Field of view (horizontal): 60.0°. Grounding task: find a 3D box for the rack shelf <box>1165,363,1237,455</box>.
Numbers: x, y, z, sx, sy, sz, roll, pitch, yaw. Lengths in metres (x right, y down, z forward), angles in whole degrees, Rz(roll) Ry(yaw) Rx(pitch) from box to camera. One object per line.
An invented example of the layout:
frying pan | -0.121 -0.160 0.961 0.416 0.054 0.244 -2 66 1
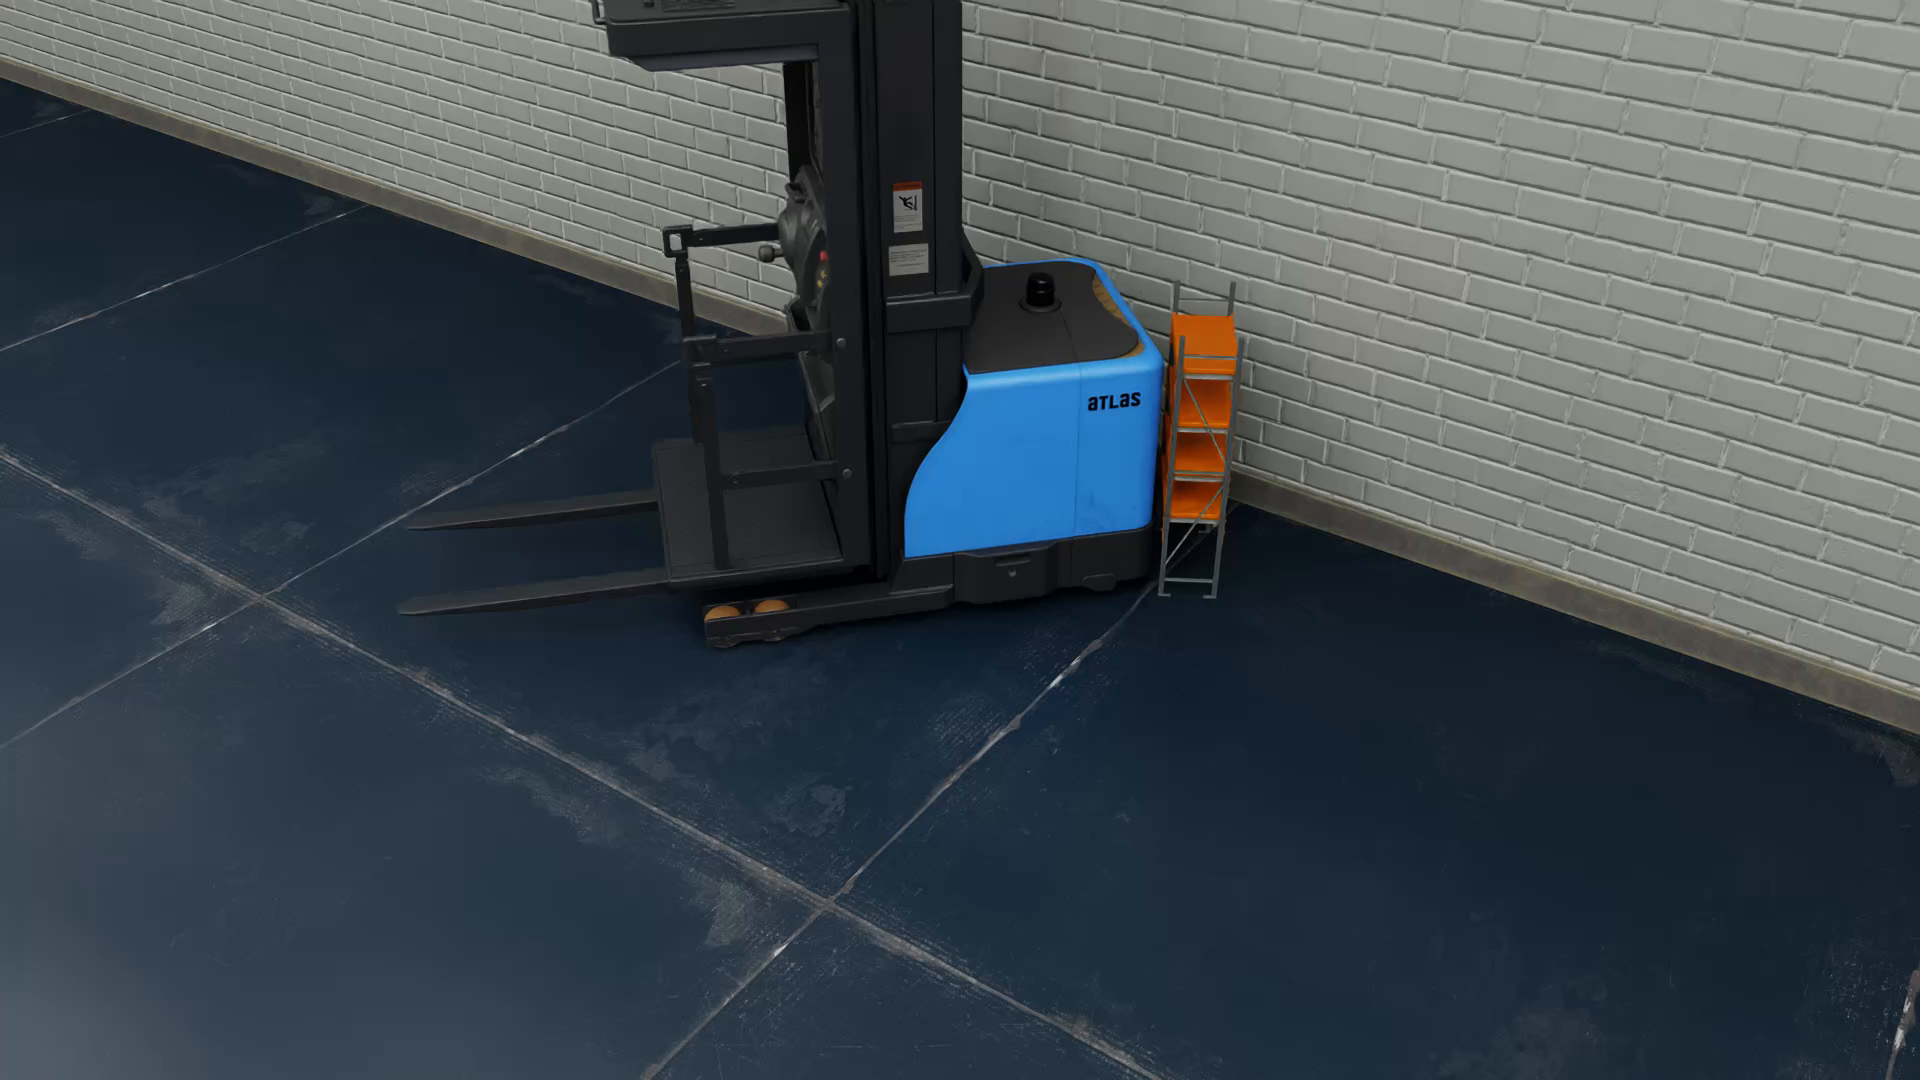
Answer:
rack shelf | 0.961 -0.528 6.680 0.258 0.148 0.480 2 34 3

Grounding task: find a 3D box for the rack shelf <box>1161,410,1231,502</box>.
rack shelf | 0.961 -0.343 6.806 0.258 0.148 0.480 2 34 3

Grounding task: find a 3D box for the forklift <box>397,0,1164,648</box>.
forklift | -0.769 -1.110 6.275 3.031 2.935 1.130 -7 35 -10

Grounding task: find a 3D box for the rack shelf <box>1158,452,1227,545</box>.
rack shelf | 0.960 -0.179 6.917 0.258 0.148 0.480 2 34 3

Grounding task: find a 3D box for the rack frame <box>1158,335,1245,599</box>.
rack frame | 0.944 -0.263 6.566 0.240 1.200 0.015 2 34 3

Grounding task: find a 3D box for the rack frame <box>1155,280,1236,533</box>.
rack frame | 0.978 -0.535 6.970 0.240 1.200 0.015 2 34 3

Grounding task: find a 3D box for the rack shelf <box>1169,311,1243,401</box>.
rack shelf | 0.962 -0.724 6.548 0.258 0.148 0.480 2 34 3

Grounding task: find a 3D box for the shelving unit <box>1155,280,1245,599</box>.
shelving unit | 0.961 -0.399 6.768 0.258 1.200 0.503 2 34 3
